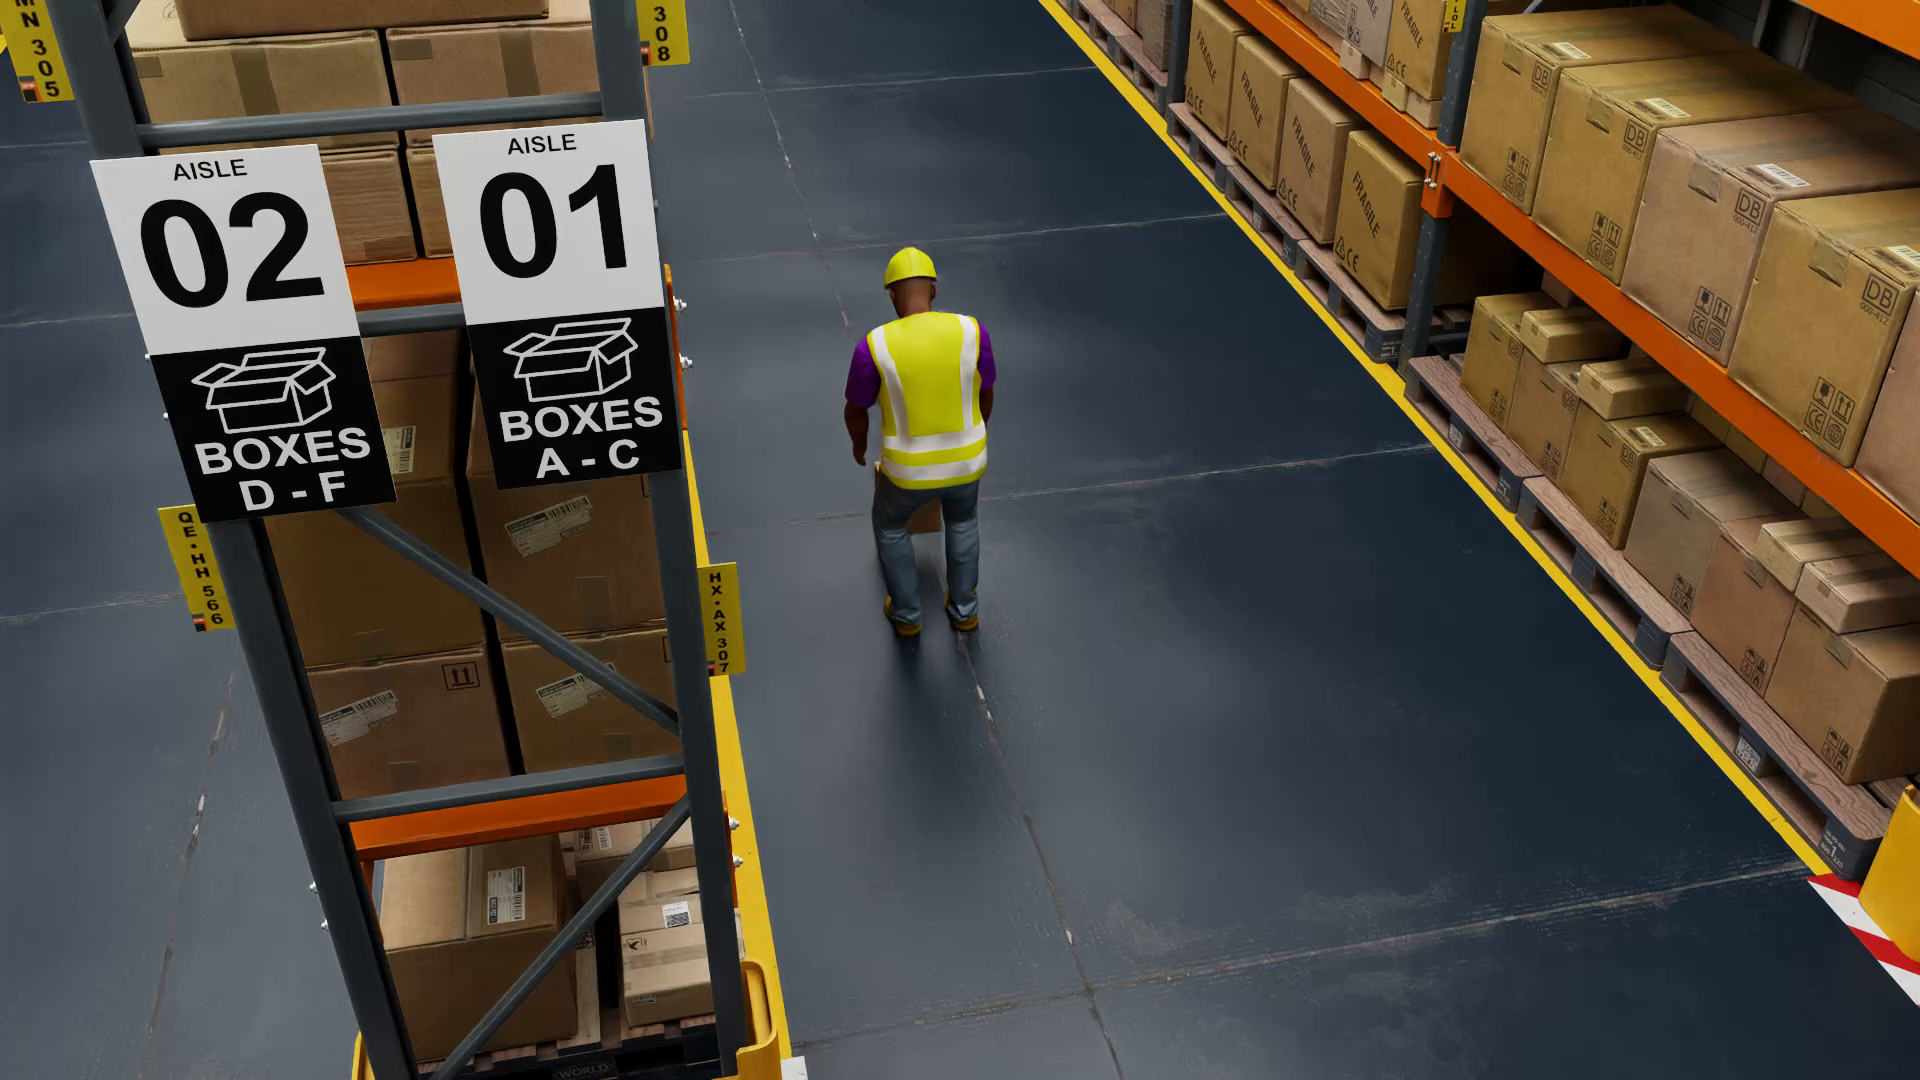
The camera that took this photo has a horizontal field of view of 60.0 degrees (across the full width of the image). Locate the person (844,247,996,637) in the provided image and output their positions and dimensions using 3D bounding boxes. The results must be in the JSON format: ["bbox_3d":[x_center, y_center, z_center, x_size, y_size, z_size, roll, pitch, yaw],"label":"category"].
[{"bbox_3d":[-0.159,-0.358,6.753,0.610,1.651,0.554,-6,35,-9],"label":"person"}]
